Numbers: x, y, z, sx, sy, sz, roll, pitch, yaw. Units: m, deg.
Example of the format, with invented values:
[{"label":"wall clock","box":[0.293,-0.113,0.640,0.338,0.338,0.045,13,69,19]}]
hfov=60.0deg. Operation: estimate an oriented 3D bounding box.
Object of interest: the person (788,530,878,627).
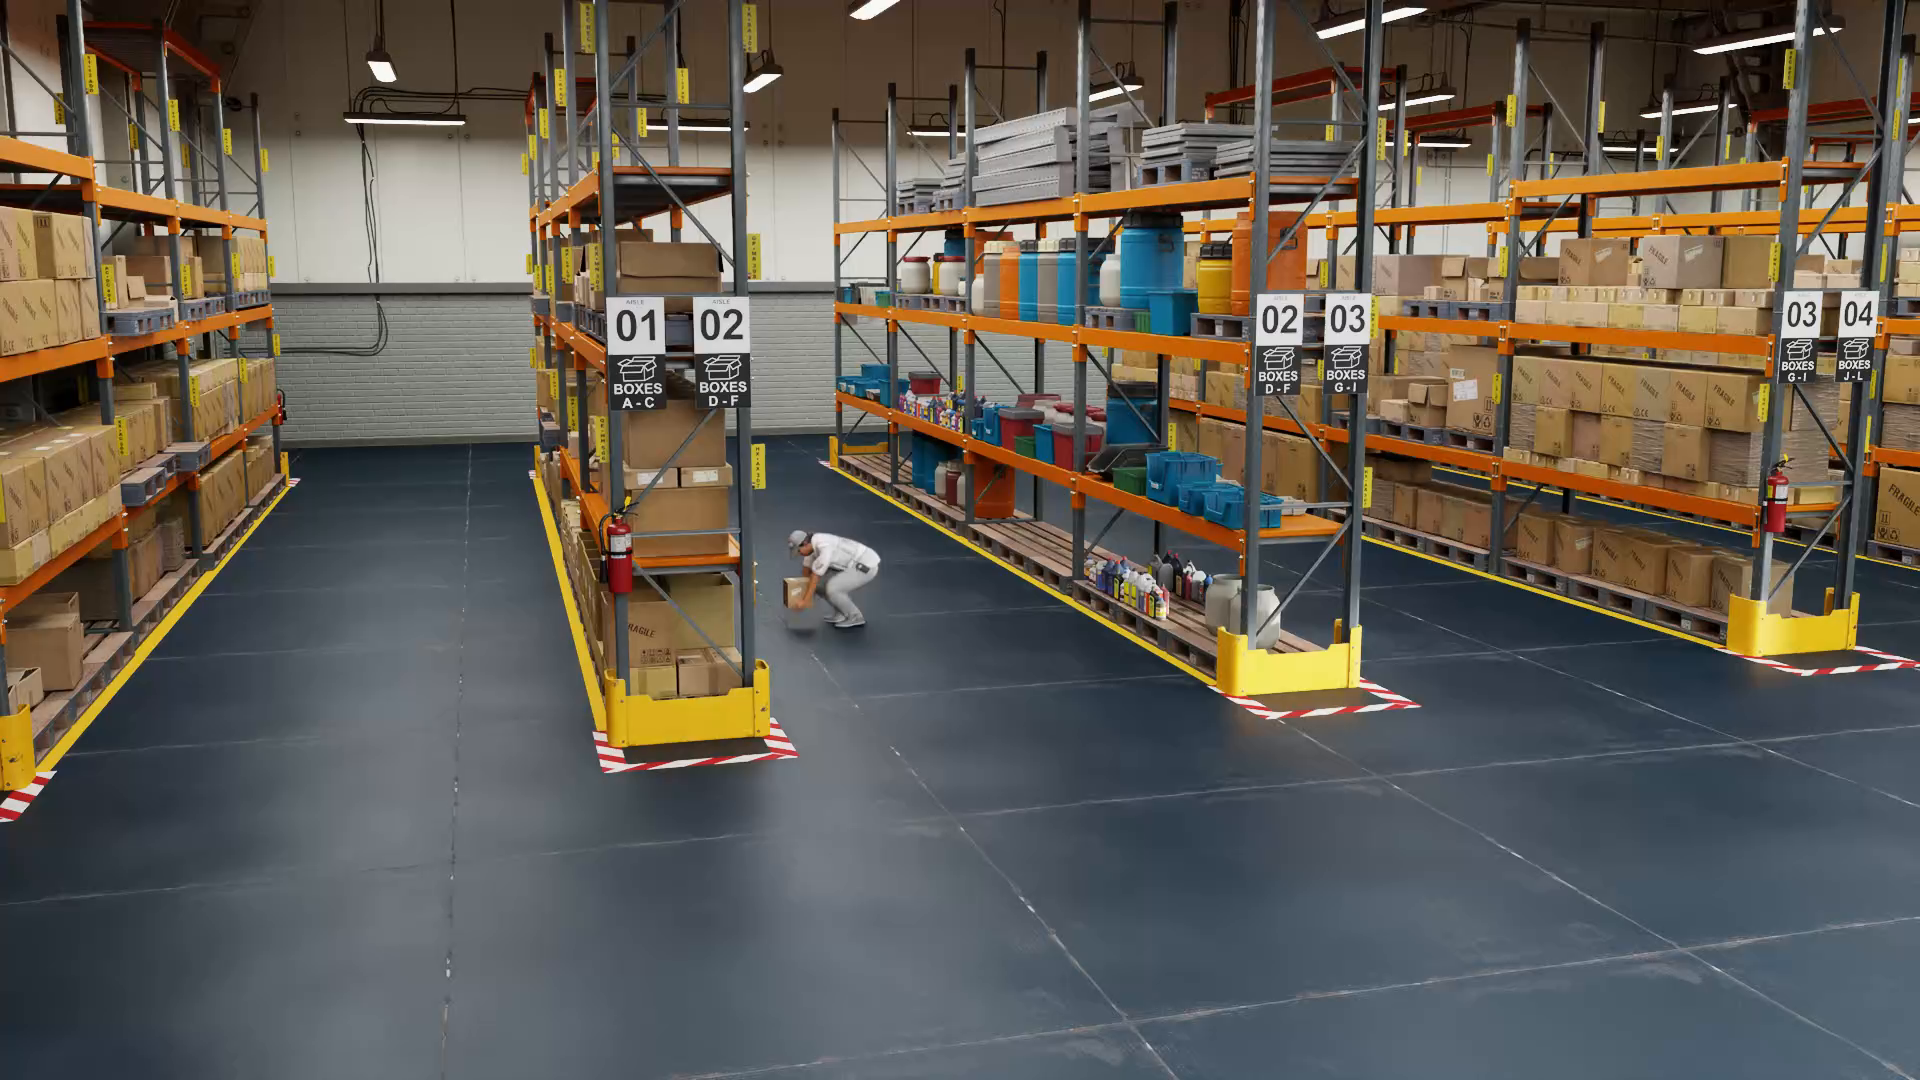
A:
[{"label":"person","box":[-1.224,0.355,15.970,0.871,0.943,0.507,-3,10,-18]}]
